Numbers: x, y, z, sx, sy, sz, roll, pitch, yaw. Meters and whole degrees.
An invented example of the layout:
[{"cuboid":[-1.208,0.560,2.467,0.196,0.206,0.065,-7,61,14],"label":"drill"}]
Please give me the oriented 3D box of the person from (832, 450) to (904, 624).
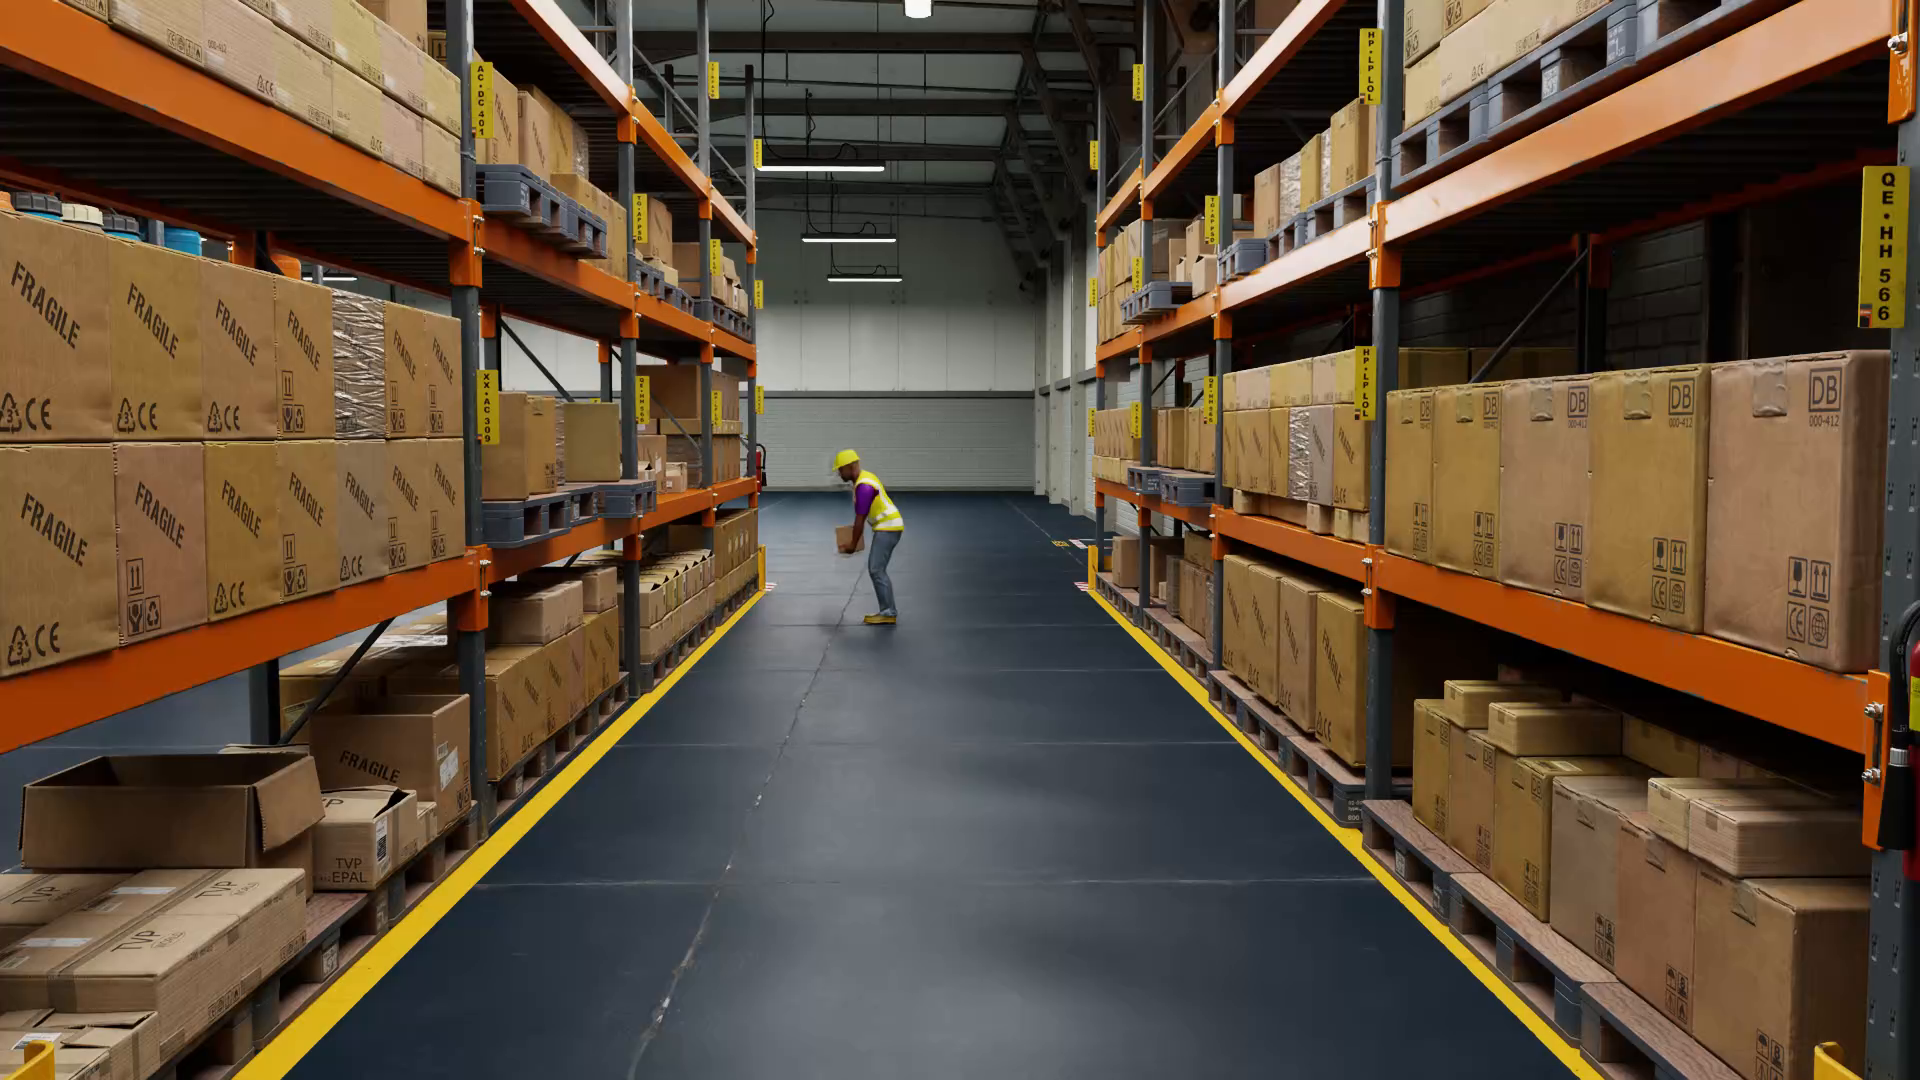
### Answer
[{"cuboid":[-0.879,-0.034,15.914,0.693,1.657,0.483,0,4,-3],"label":"person"}]
